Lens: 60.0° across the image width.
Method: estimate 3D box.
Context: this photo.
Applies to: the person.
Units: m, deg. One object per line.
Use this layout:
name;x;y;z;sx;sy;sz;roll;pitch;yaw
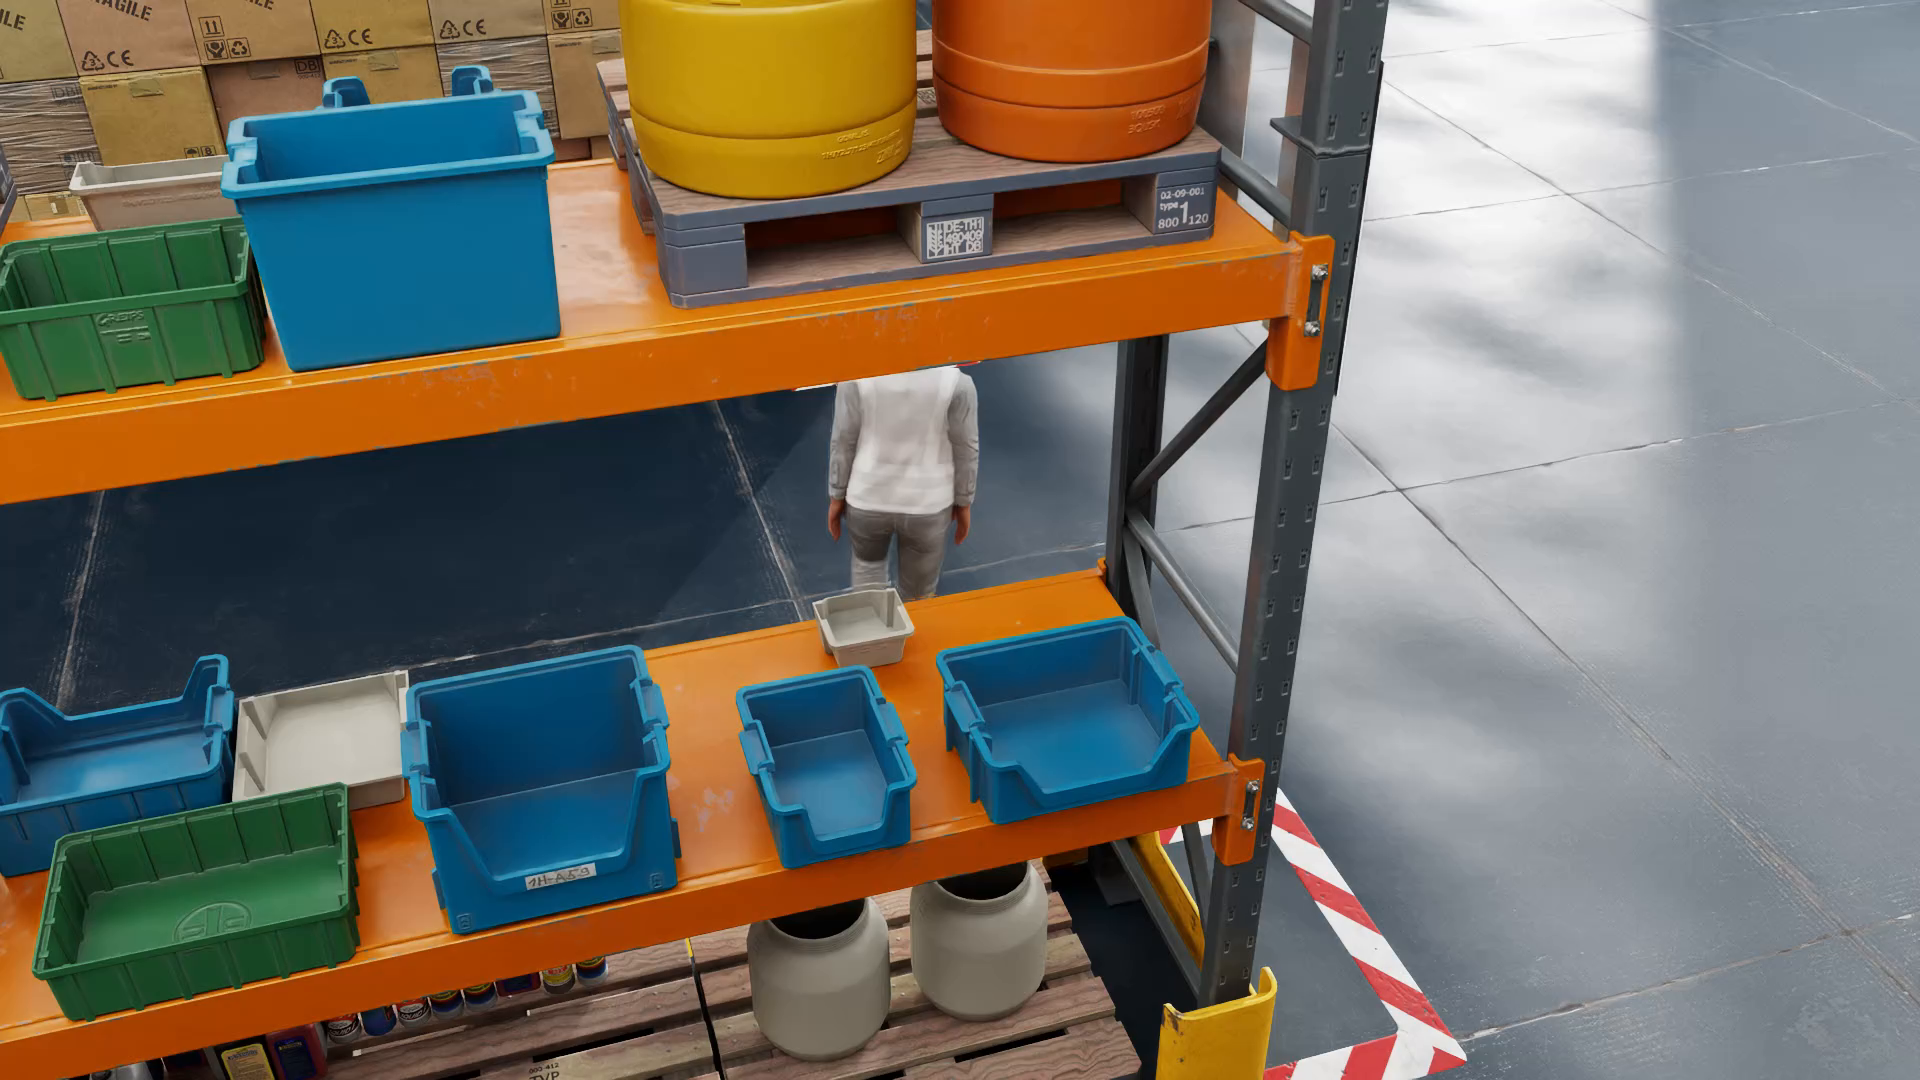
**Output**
person;-0.210;-0.164;6.337;0.568;1.759;0.483;4;34;6
